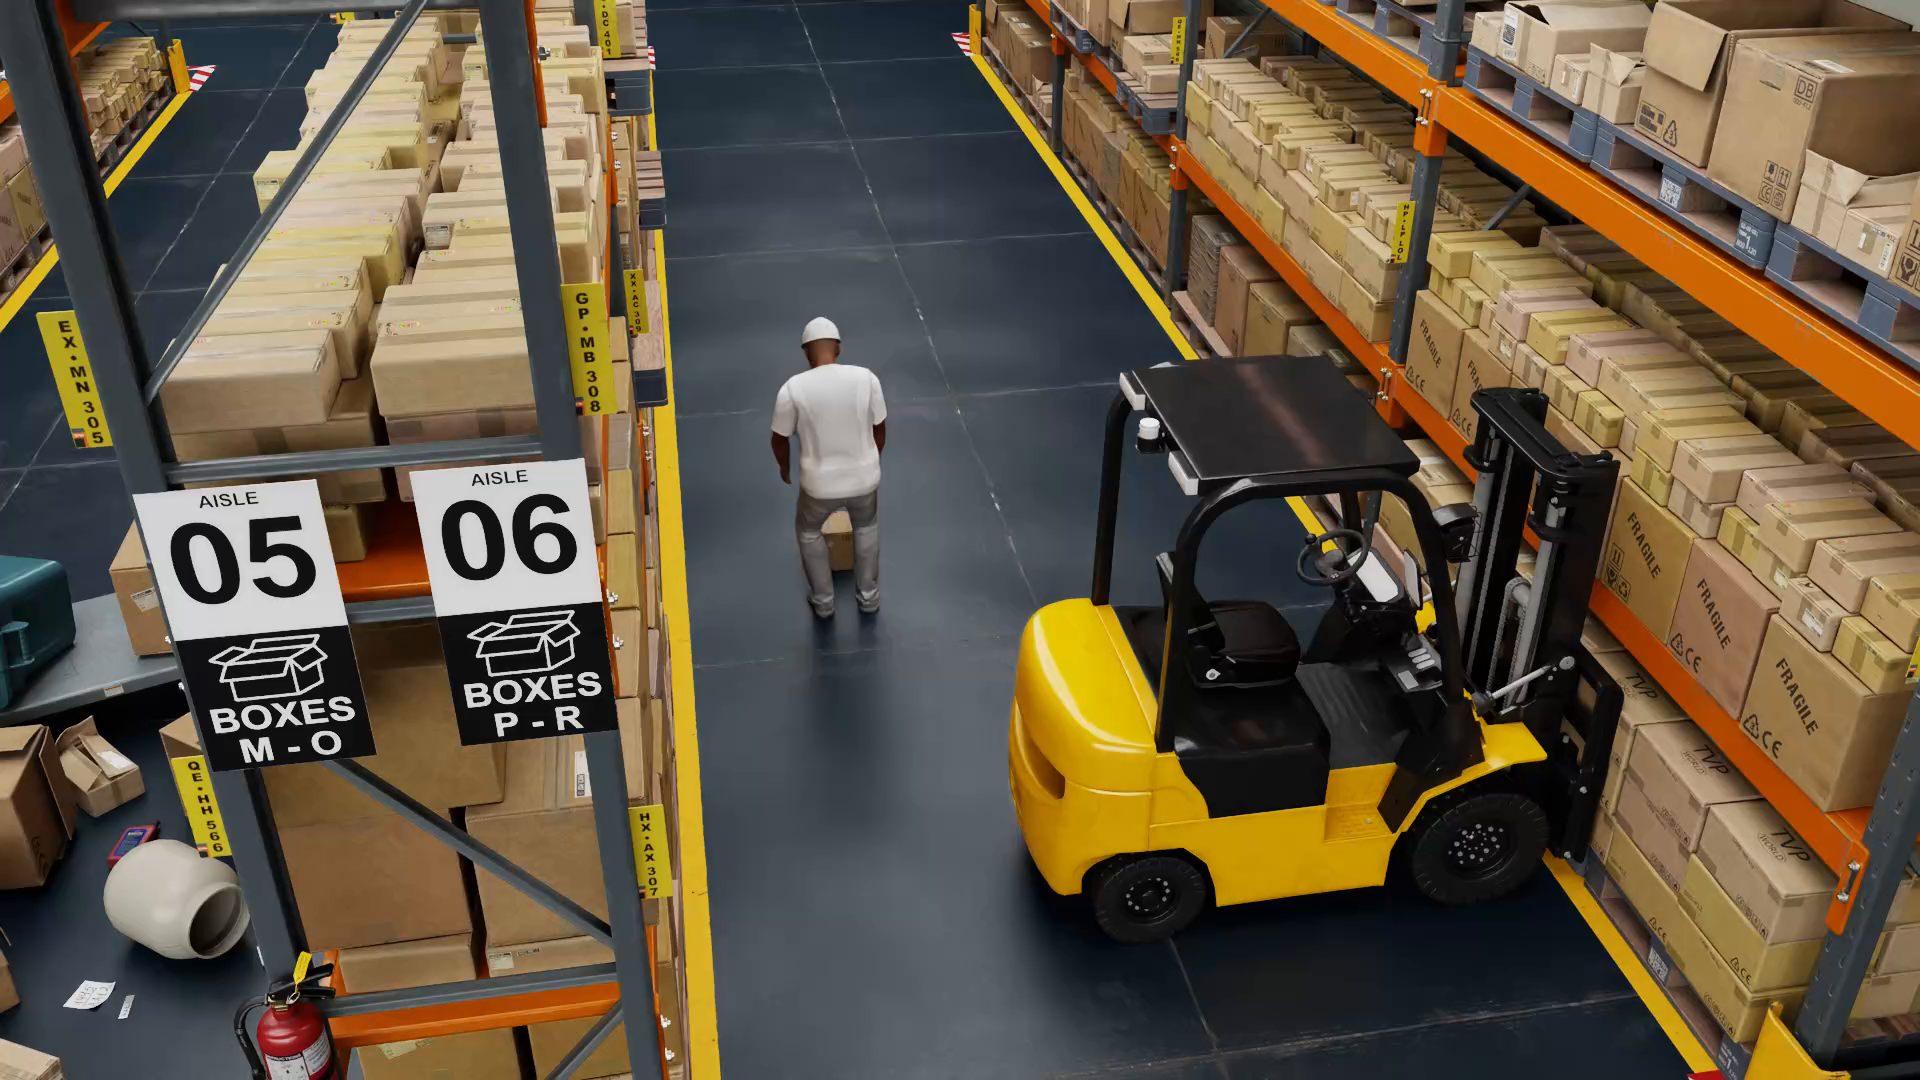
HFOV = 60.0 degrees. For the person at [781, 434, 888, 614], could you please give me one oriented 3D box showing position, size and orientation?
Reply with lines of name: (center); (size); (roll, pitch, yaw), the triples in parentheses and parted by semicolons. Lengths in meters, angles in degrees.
person: (-0.700, -0.079, 9.194); (0.519, 0.844, 0.980); (-7, 31, -12)
